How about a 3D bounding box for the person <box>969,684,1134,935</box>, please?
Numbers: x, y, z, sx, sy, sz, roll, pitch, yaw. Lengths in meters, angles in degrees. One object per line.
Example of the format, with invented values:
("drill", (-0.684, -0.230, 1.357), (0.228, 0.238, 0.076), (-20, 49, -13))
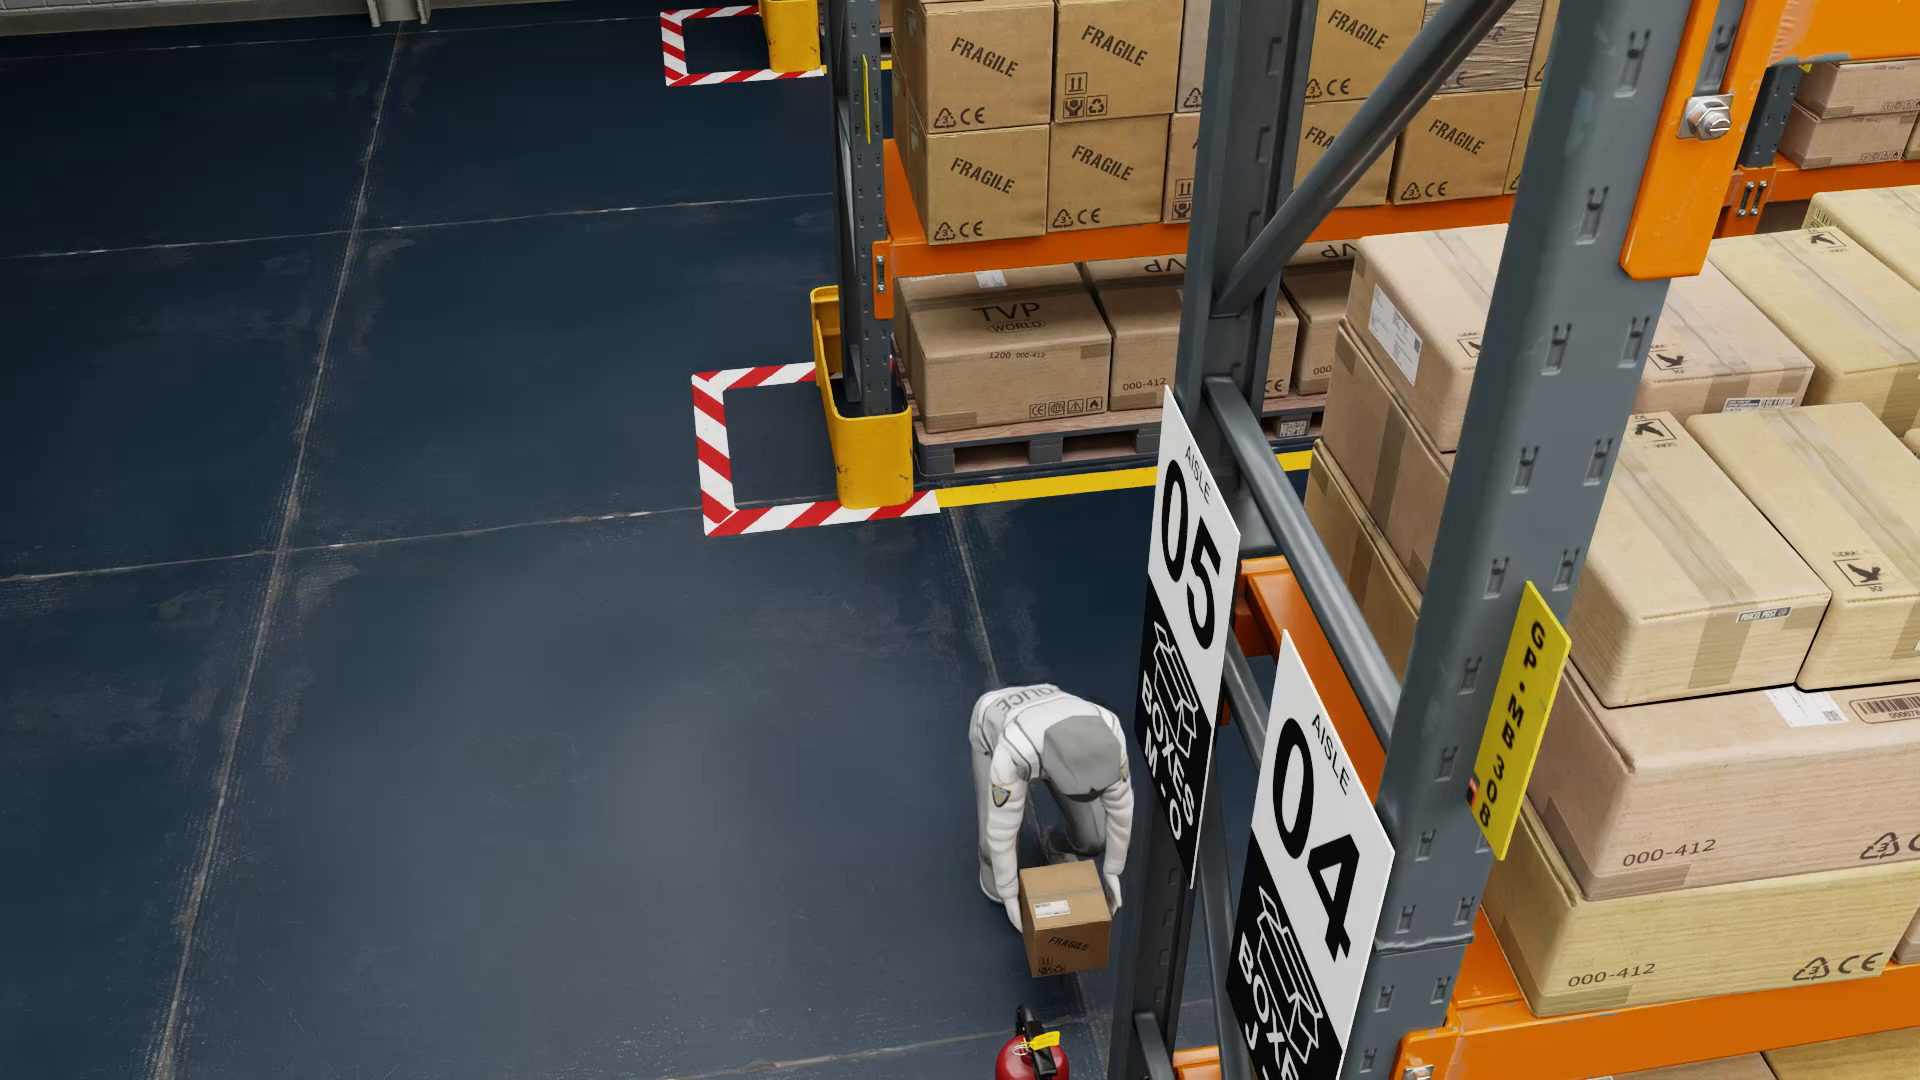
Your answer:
("person", (0.304, 0.839, 5.588), (0.505, 1.073, 0.815), (-6, 39, -8))
